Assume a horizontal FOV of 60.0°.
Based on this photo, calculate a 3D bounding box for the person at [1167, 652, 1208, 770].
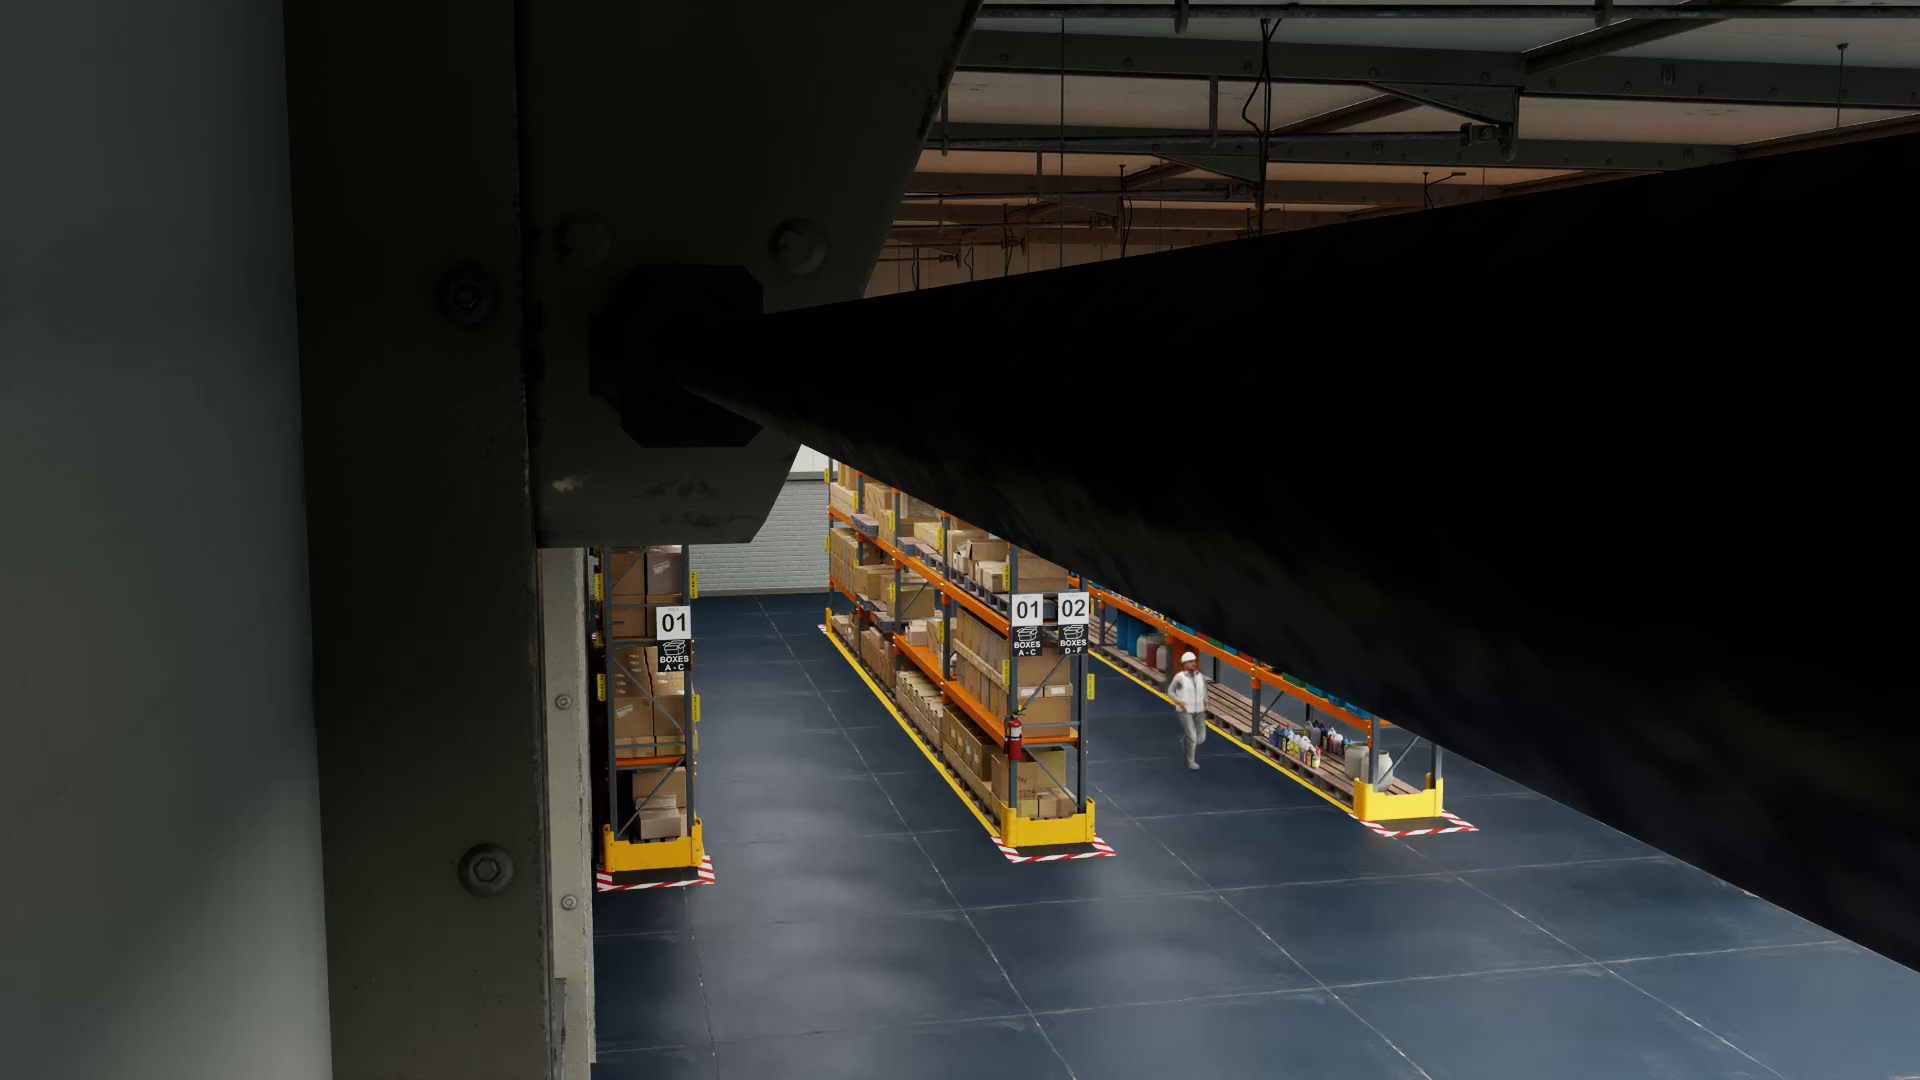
[{"bbox_3d":[3.409,2.529,24.828,0.661,1.724,0.647,-3,7,-24],"label":"person"}]
